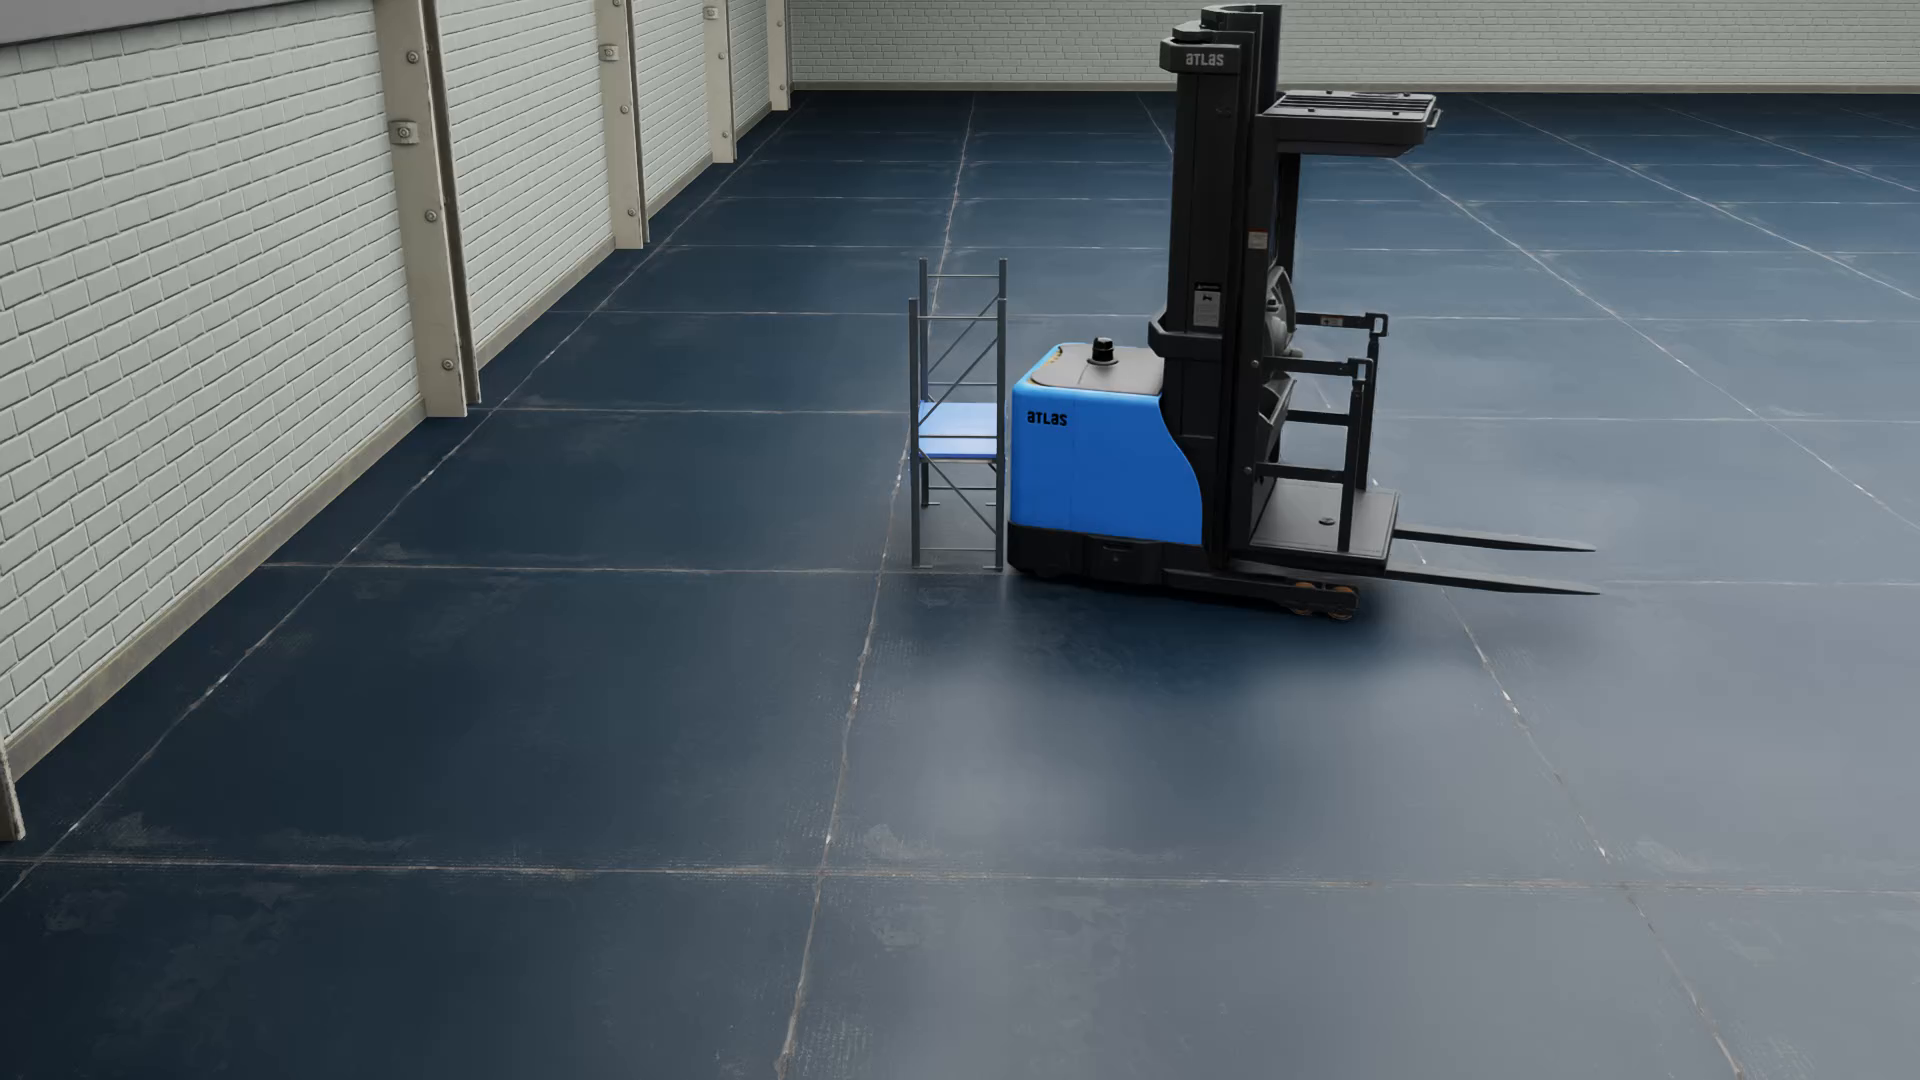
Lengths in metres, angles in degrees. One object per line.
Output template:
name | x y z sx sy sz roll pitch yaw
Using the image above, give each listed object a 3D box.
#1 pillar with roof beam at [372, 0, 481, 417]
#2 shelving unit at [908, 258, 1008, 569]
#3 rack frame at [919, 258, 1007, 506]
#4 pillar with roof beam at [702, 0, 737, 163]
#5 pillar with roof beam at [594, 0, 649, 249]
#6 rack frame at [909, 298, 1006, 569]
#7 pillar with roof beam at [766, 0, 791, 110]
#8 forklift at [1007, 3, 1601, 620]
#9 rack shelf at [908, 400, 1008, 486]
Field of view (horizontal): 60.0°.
pillar with roof beam | 0.649 -5.092 10.213 9.100 9.000 0.400 1 21 2
shelving unit | 0.003 -0.730 9.337 0.538 1.500 1.048 1 21 2
rack frame | 0.018 -0.914 9.811 0.500 1.500 0.032 1 21 2
pillar with roof beam | 1.014 -9.431 21.395 9.100 9.000 0.400 1 21 2
pillar with roof beam | 0.832 -7.262 15.804 9.100 9.000 0.400 1 21 2
rack frame | -0.013 -0.546 8.863 0.500 1.500 0.032 1 21 2
pillar with roof beam | 1.197 -11.600 26.986 9.100 9.000 0.400 1 21 2
forklift | 1.831 -1.175 8.505 3.031 2.935 1.130 7 22 16
rack shelf | 0.003 -0.562 9.402 0.538 0.185 1.000 1 21 2
